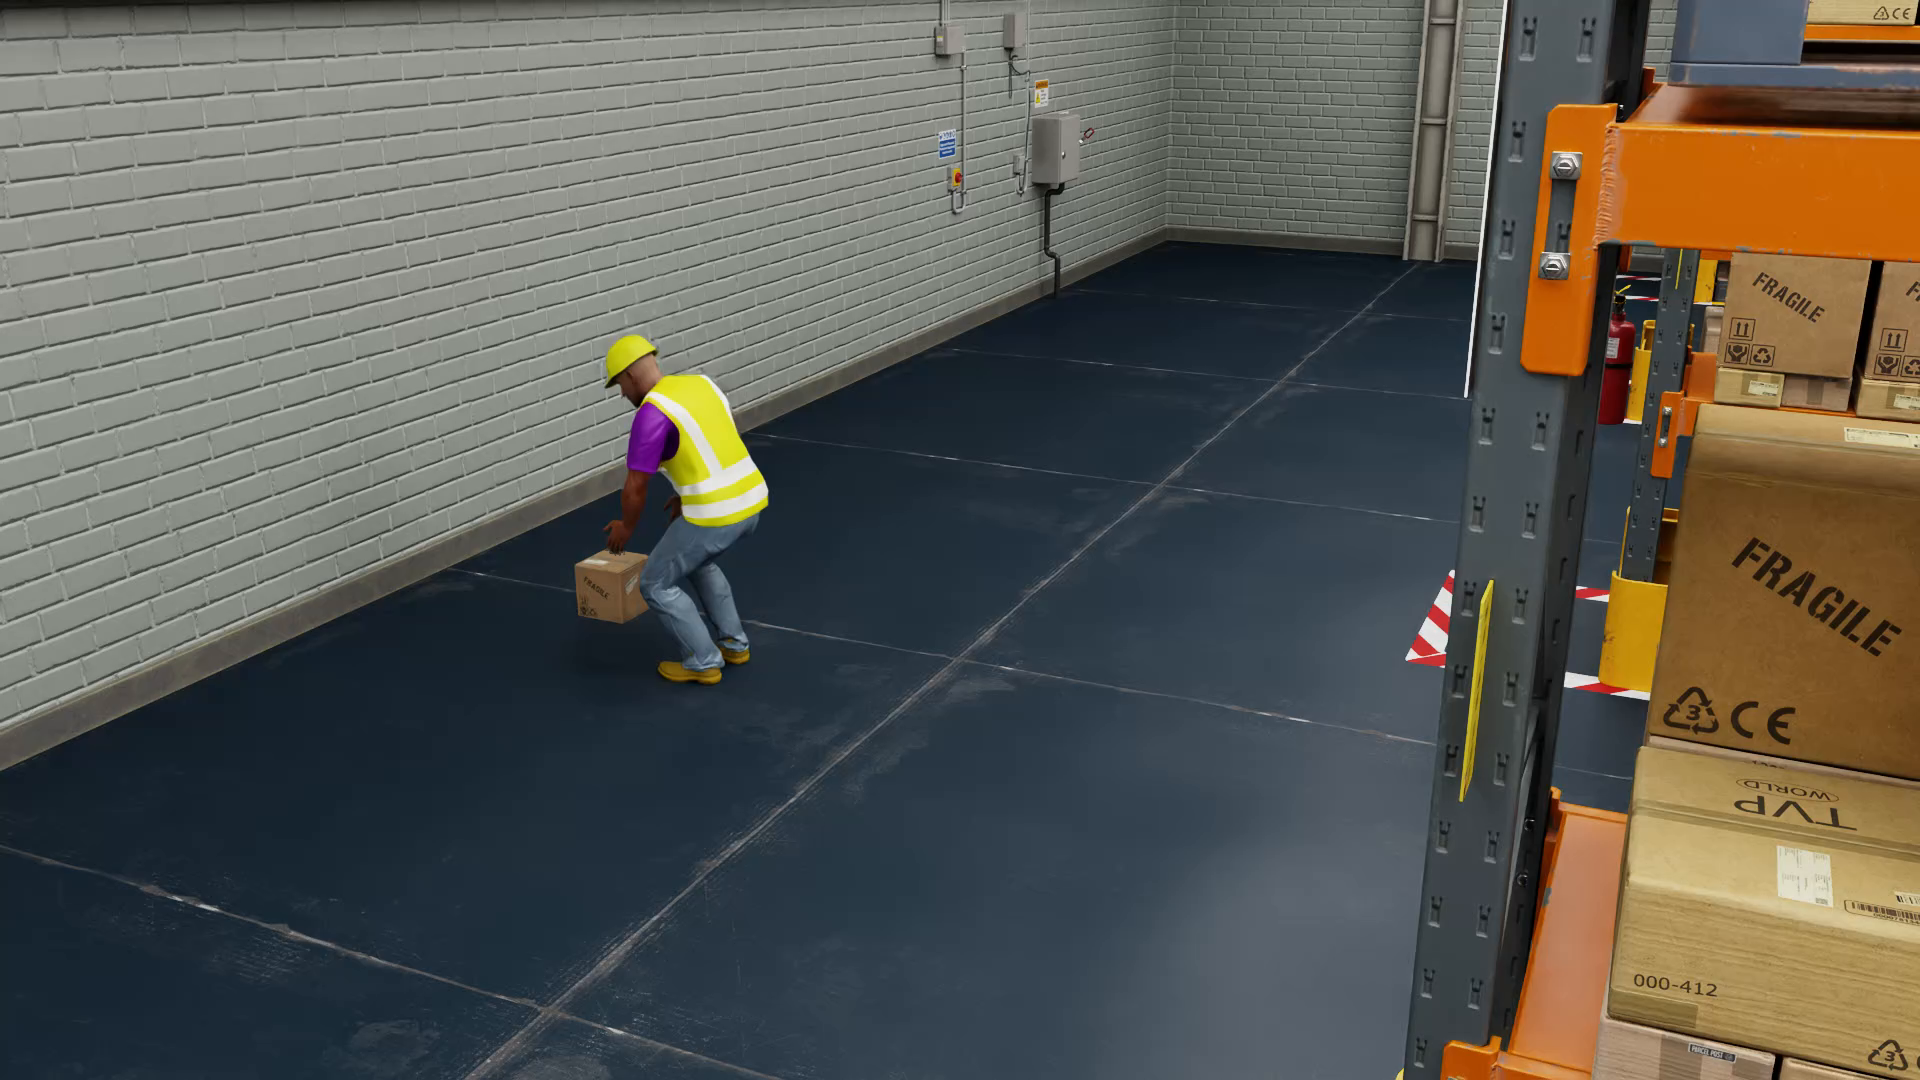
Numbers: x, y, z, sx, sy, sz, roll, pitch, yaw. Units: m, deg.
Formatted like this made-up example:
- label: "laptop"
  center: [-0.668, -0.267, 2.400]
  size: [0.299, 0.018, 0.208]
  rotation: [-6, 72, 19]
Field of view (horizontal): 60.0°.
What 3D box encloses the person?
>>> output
- label: "person"
  center: [-1.212, -0.132, 7.298]
  size: [0.687, 1.517, 0.627]
  rotation: [8, 21, 23]
